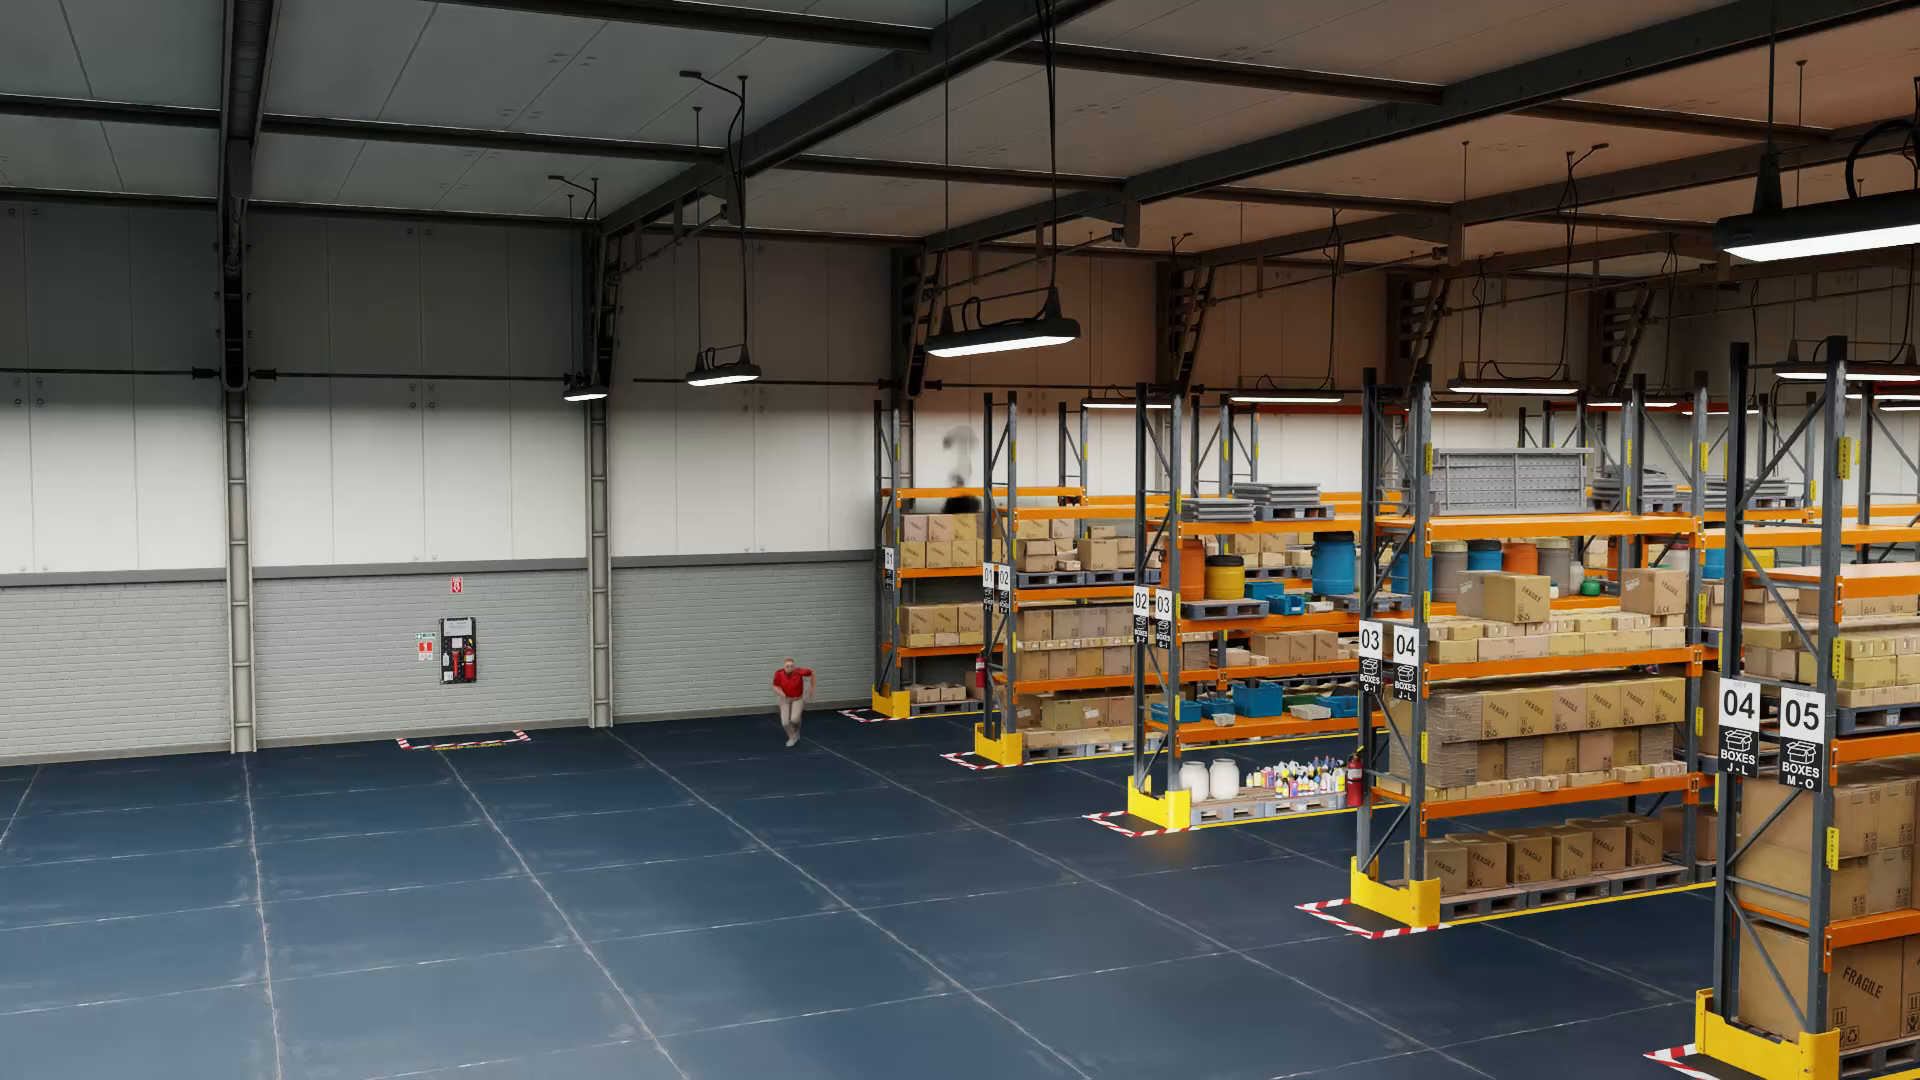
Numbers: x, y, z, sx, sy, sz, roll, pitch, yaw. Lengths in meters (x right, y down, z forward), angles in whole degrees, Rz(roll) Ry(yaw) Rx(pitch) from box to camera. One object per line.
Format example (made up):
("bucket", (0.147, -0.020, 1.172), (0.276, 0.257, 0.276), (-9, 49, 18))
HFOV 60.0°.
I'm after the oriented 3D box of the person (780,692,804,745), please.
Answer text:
("person", (-2.857, 3.013, 28.320), (0.412, 1.016, 0.606), (0, 3, 2))
